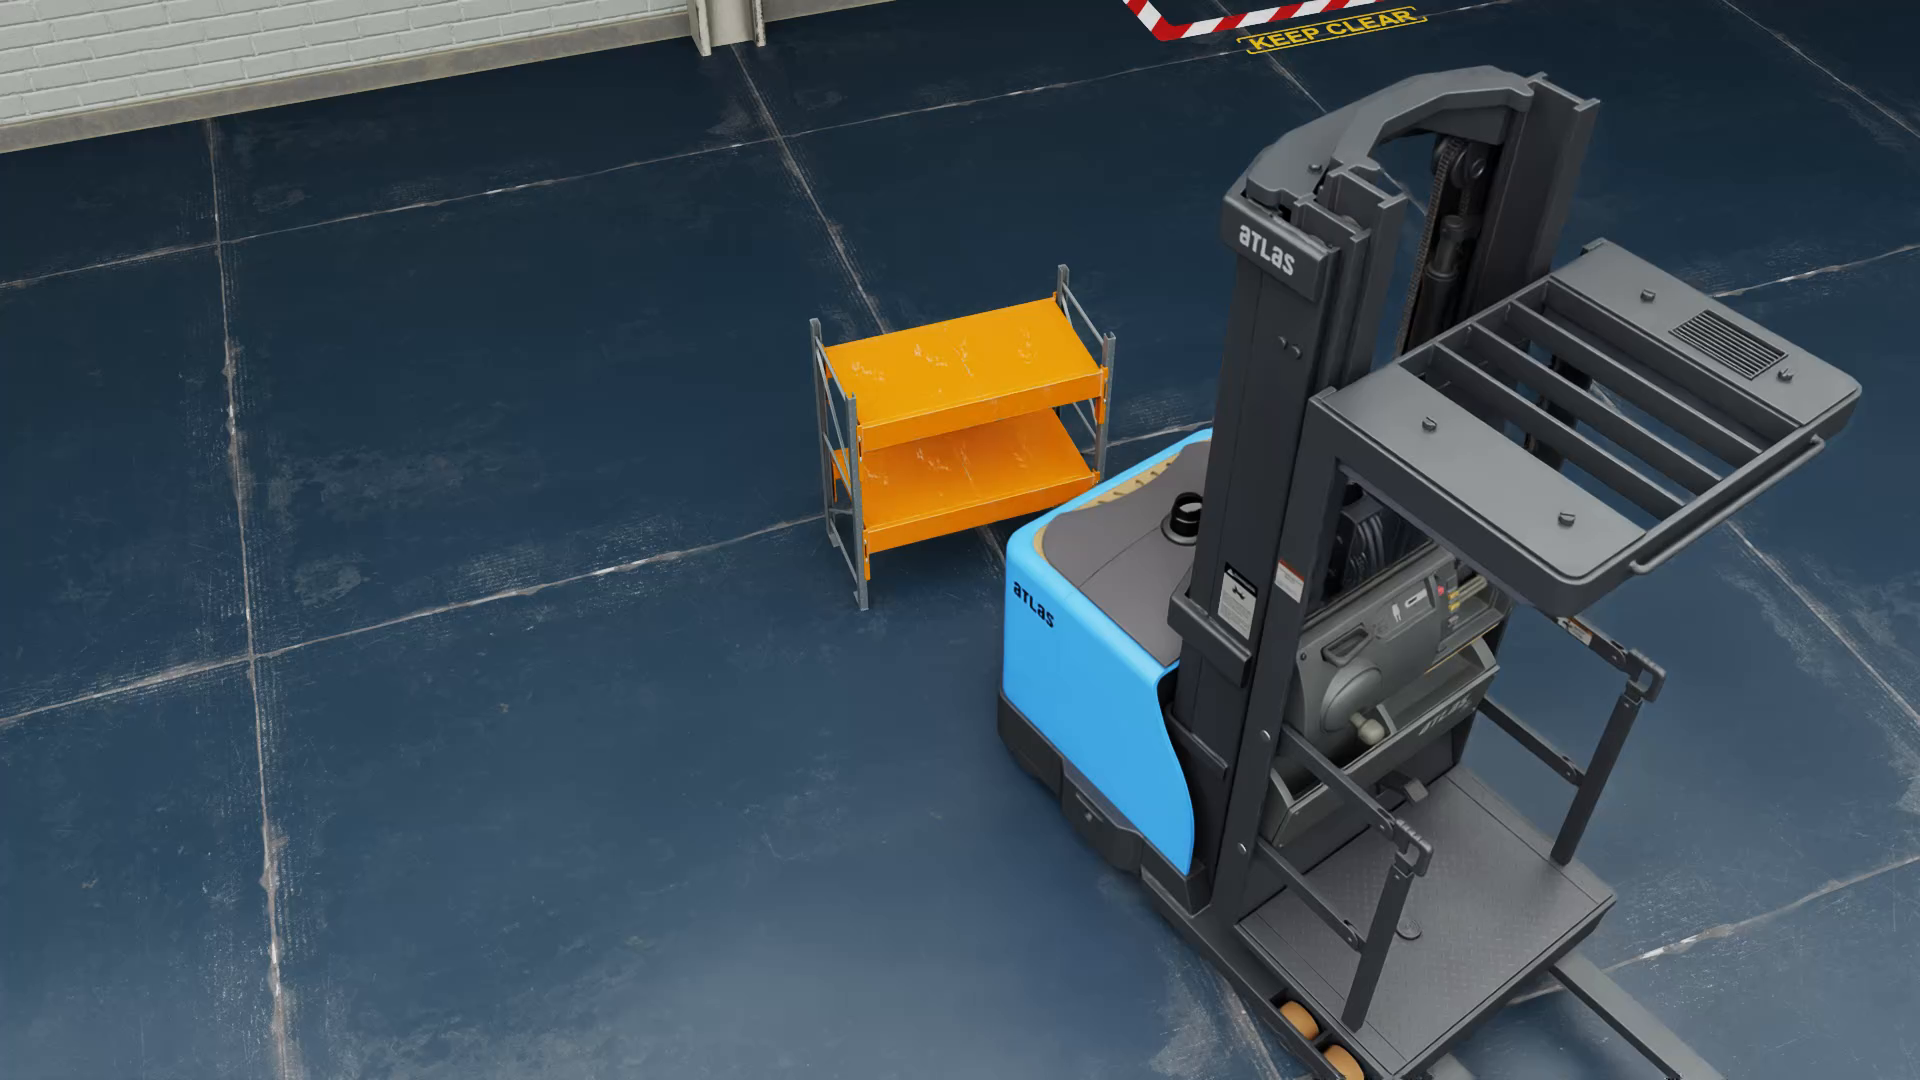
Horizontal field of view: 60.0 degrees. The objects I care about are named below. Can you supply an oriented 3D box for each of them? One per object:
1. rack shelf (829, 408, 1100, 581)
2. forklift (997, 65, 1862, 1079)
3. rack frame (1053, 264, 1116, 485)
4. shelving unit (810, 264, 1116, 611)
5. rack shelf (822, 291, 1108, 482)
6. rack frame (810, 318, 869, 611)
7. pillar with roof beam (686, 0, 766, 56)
[{"bbox_3d":[0.006,-0.226,6.836,1.000,0.278,0.538,-14,47,-14],"label":"rack shelf"},{"bbox_3d":[1.429,0.336,4.655,1.130,2.935,3.031,-28,52,-25],"label":"forklift"},{"bbox_3d":[0.485,-0.521,6.784,0.032,1.125,0.500,-14,47,-14],"label":"rack frame"},{"bbox_3d":[0.006,-0.399,6.663,1.048,1.125,0.538,-14,47,-14],"label":"shelving unit"},{"bbox_3d":[0.006,-0.605,6.455,1.000,0.278,0.538,-14,47,-14],"label":"rack shelf"},{"bbox_3d":[-0.472,-0.276,6.541,0.032,1.125,0.500,-14,47,-14],"label":"rack frame"},{"bbox_3d":[0.054,-3.351,4.046,0.400,9.000,9.100,-14,47,-14],"label":"pillar with roof beam"}]
